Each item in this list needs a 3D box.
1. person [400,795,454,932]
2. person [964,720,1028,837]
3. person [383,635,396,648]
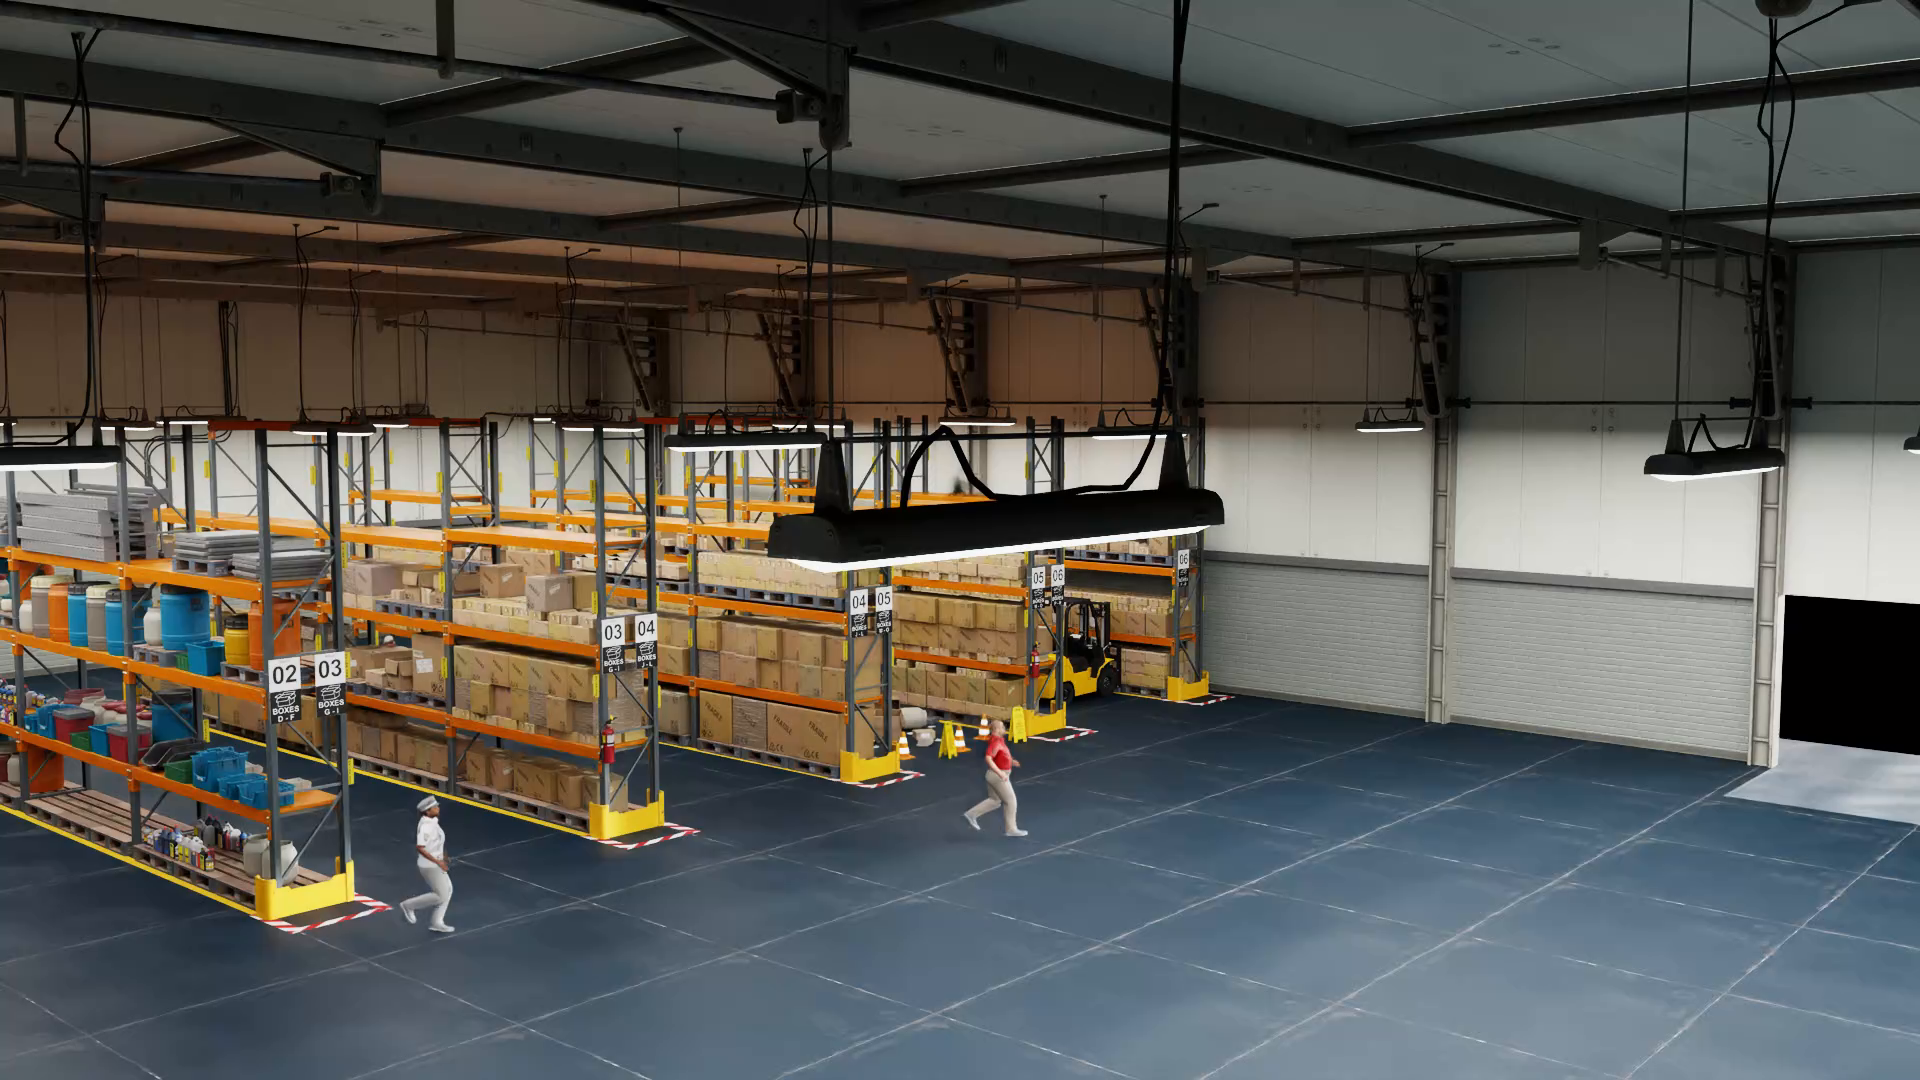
[{"bbox_3d":[-6.366,3.869,19.837,0.605,1.673,0.587,-1,5,-15],"label":"person"},{"bbox_3d":[0.543,3.460,24.167,0.886,1.702,0.691,-1,5,-7],"label":"person"},{"bbox_3d":[-11.087,2.767,32.318,0.766,1.837,0.638,4,6,36],"label":"person"}]
